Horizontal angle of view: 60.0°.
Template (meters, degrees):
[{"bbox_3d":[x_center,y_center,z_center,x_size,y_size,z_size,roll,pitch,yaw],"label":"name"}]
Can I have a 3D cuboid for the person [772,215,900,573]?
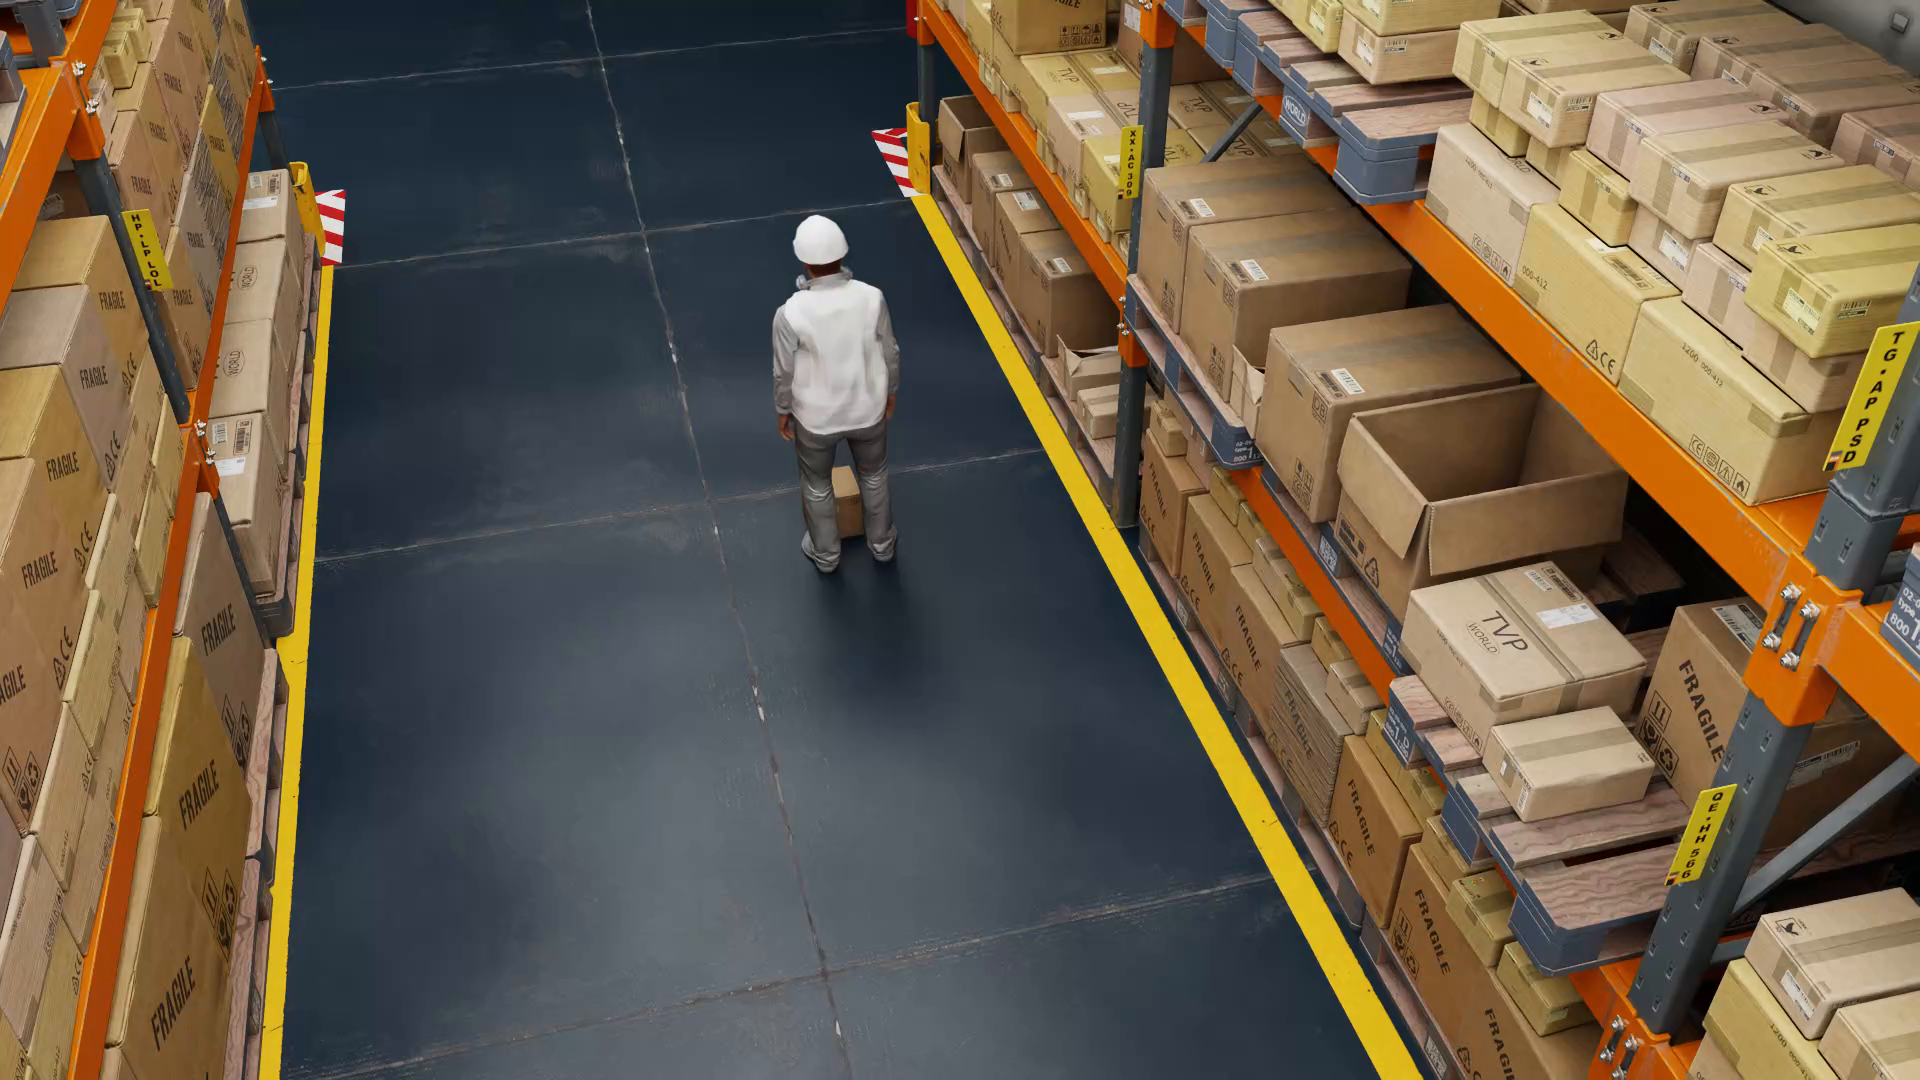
[{"bbox_3d":[-0.554,-0.620,7.490,0.579,1.769,0.466,-11,39,-14],"label":"person"}]
